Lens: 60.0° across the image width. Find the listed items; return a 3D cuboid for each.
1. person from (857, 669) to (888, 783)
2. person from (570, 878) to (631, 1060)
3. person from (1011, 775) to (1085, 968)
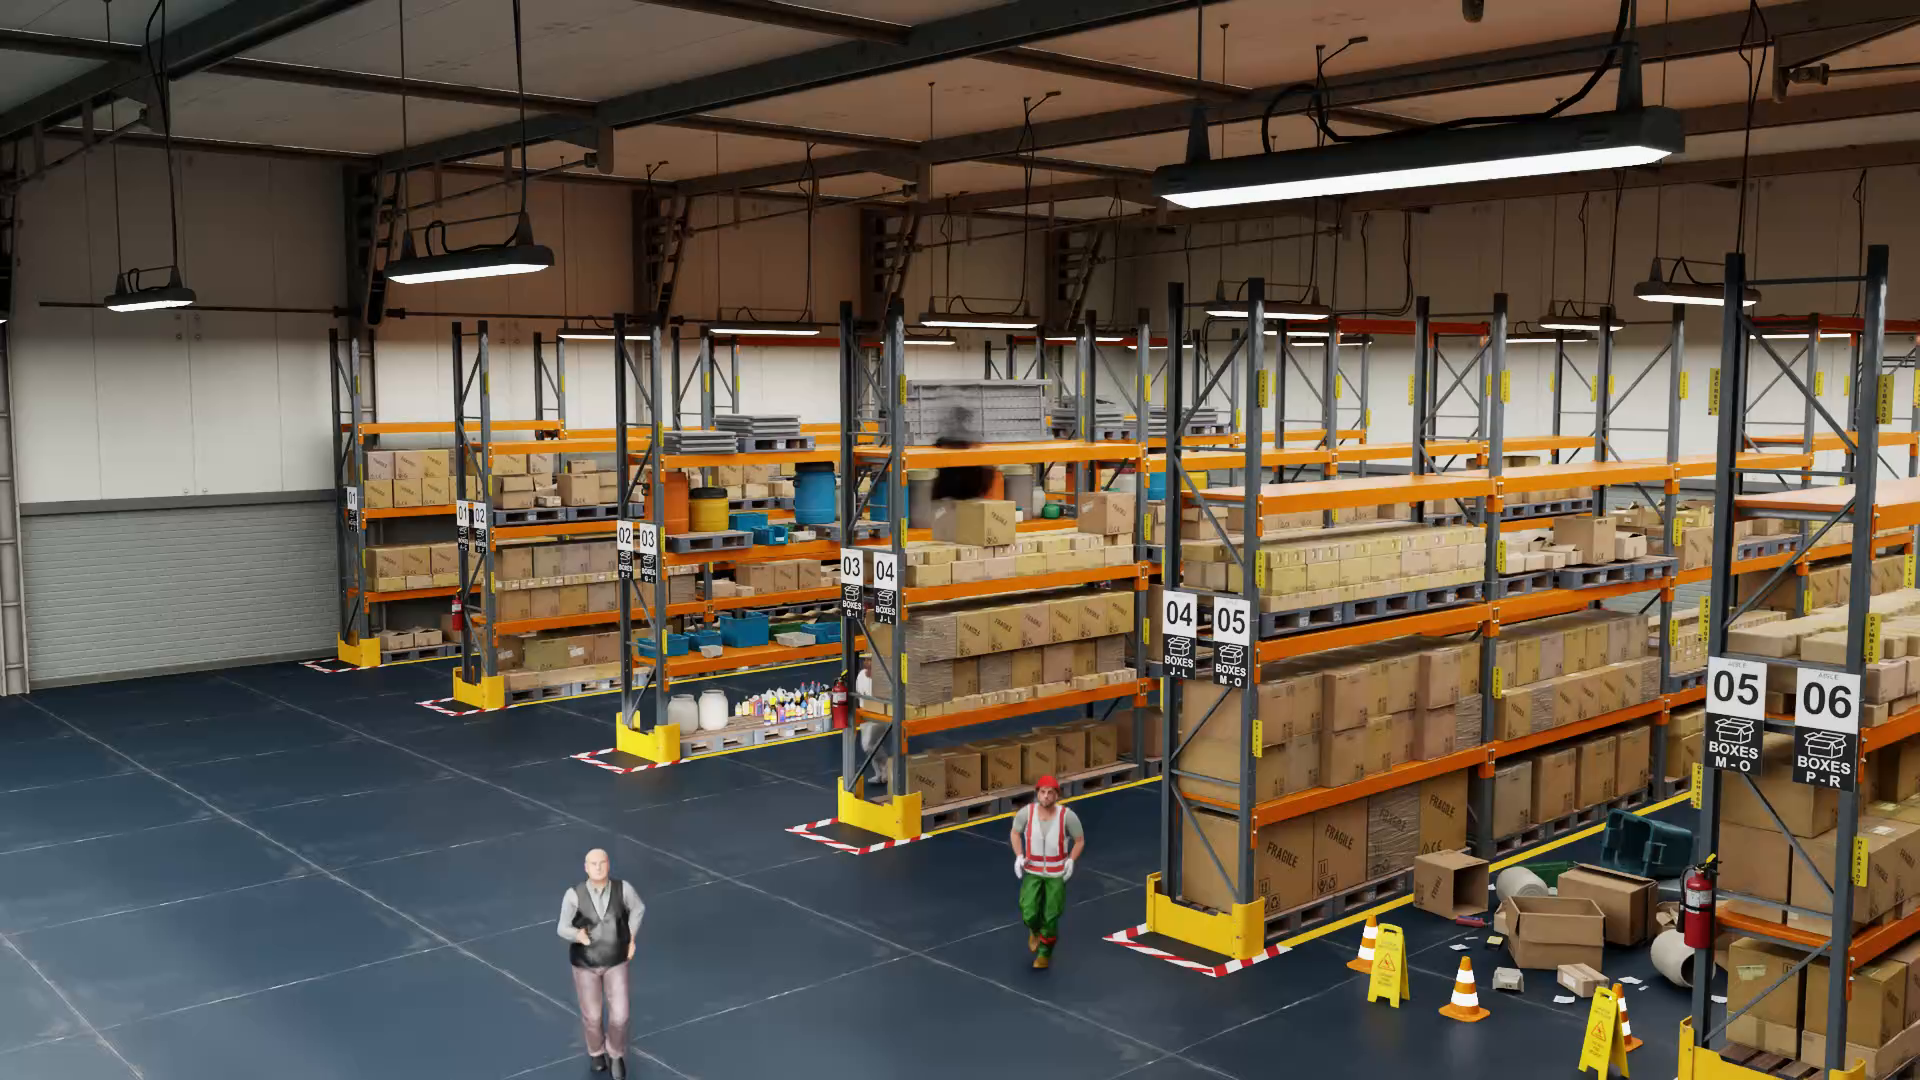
[{"bbox_3d":[-1.082,2.352,21.047,0.434,1.459,0.393,5,8,44],"label":"person"},{"bbox_3d":[-2.625,3.177,12.168,0.444,1.388,0.591,-1,6,-13],"label":"person"},{"bbox_3d":[0.751,2.889,14.459,0.654,1.733,0.579,1,6,9],"label":"person"}]
